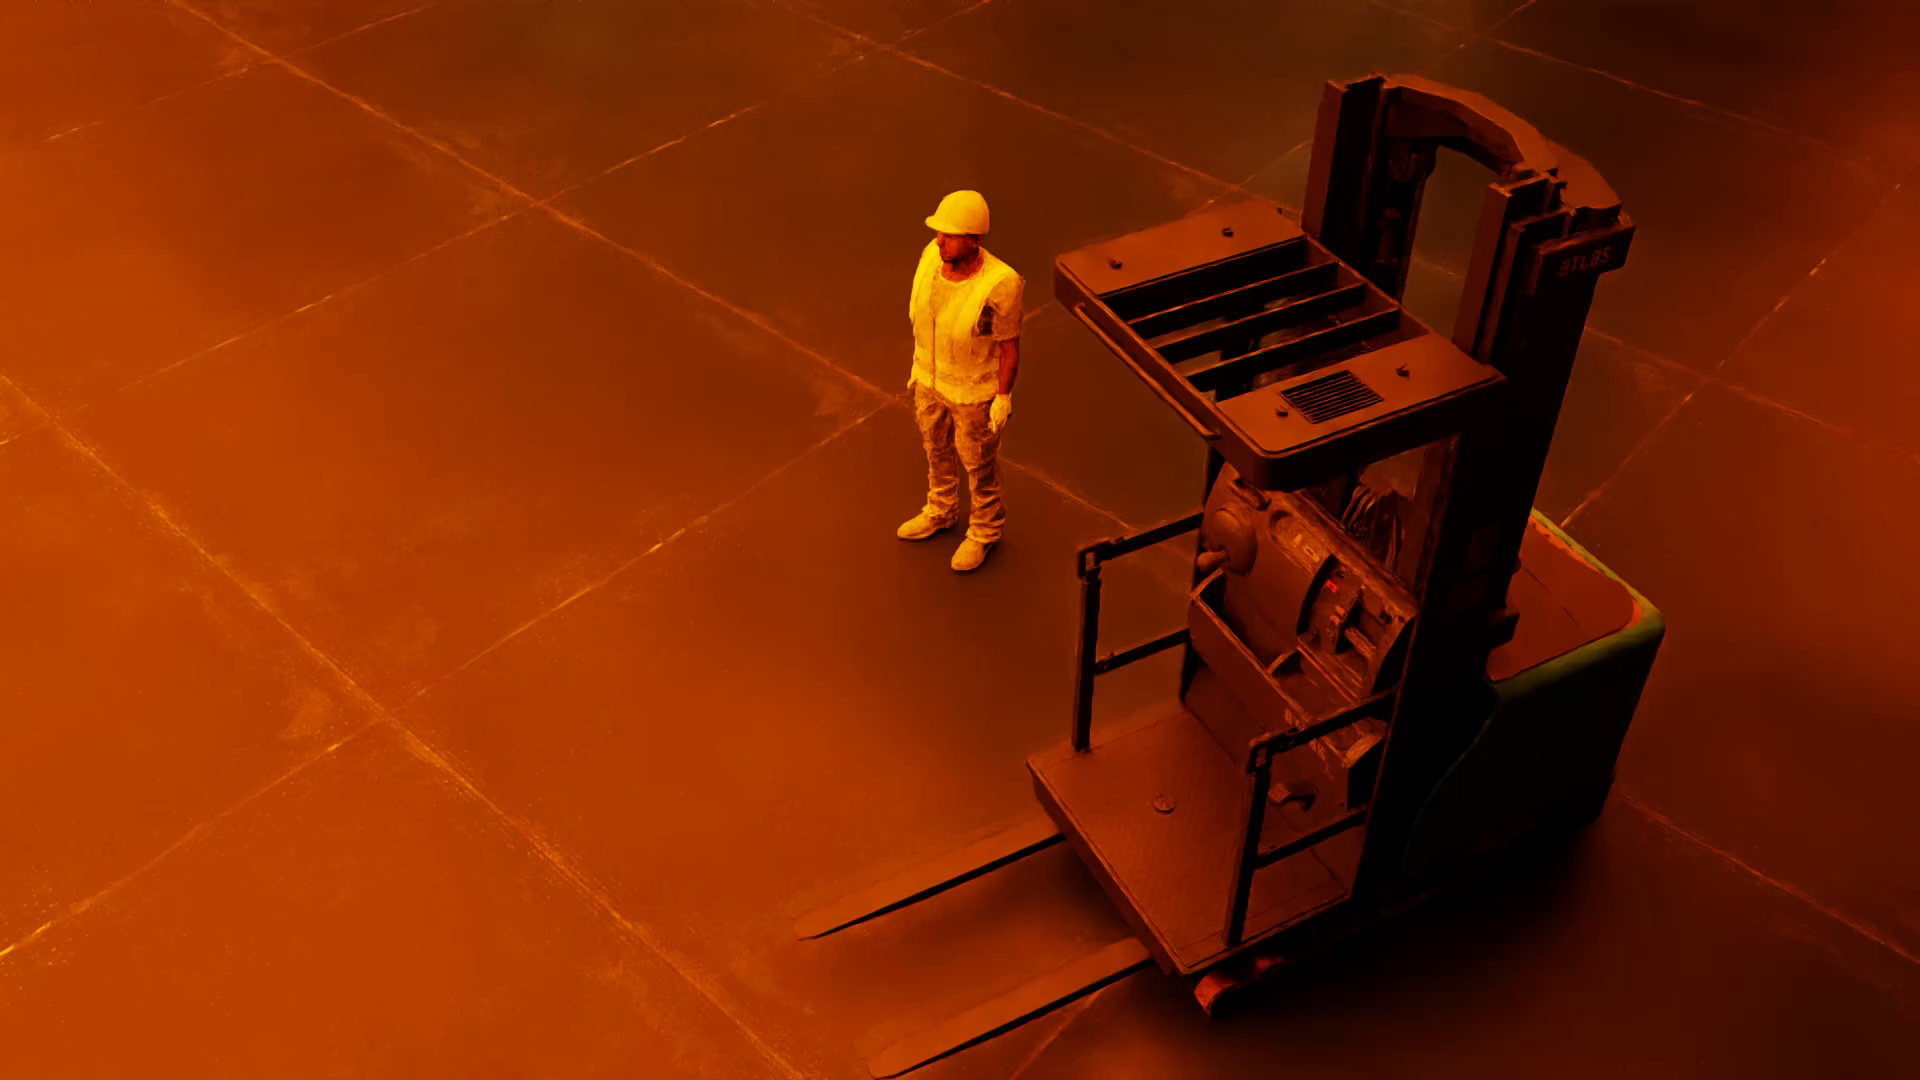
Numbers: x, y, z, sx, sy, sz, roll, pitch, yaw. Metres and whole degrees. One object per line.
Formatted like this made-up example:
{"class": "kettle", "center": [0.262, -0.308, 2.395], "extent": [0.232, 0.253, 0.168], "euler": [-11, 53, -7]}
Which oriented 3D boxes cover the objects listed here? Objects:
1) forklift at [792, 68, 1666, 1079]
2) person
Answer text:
{"class": "forklift", "center": [0.912, 0.135, 5.271], "extent": [3.031, 2.935, 1.130], "euler": [-19, 44, -21]}
{"class": "person", "center": [-0.009, -0.671, 7.089], "extent": [0.546, 1.789, 0.364], "euler": [31, 49, 31]}
